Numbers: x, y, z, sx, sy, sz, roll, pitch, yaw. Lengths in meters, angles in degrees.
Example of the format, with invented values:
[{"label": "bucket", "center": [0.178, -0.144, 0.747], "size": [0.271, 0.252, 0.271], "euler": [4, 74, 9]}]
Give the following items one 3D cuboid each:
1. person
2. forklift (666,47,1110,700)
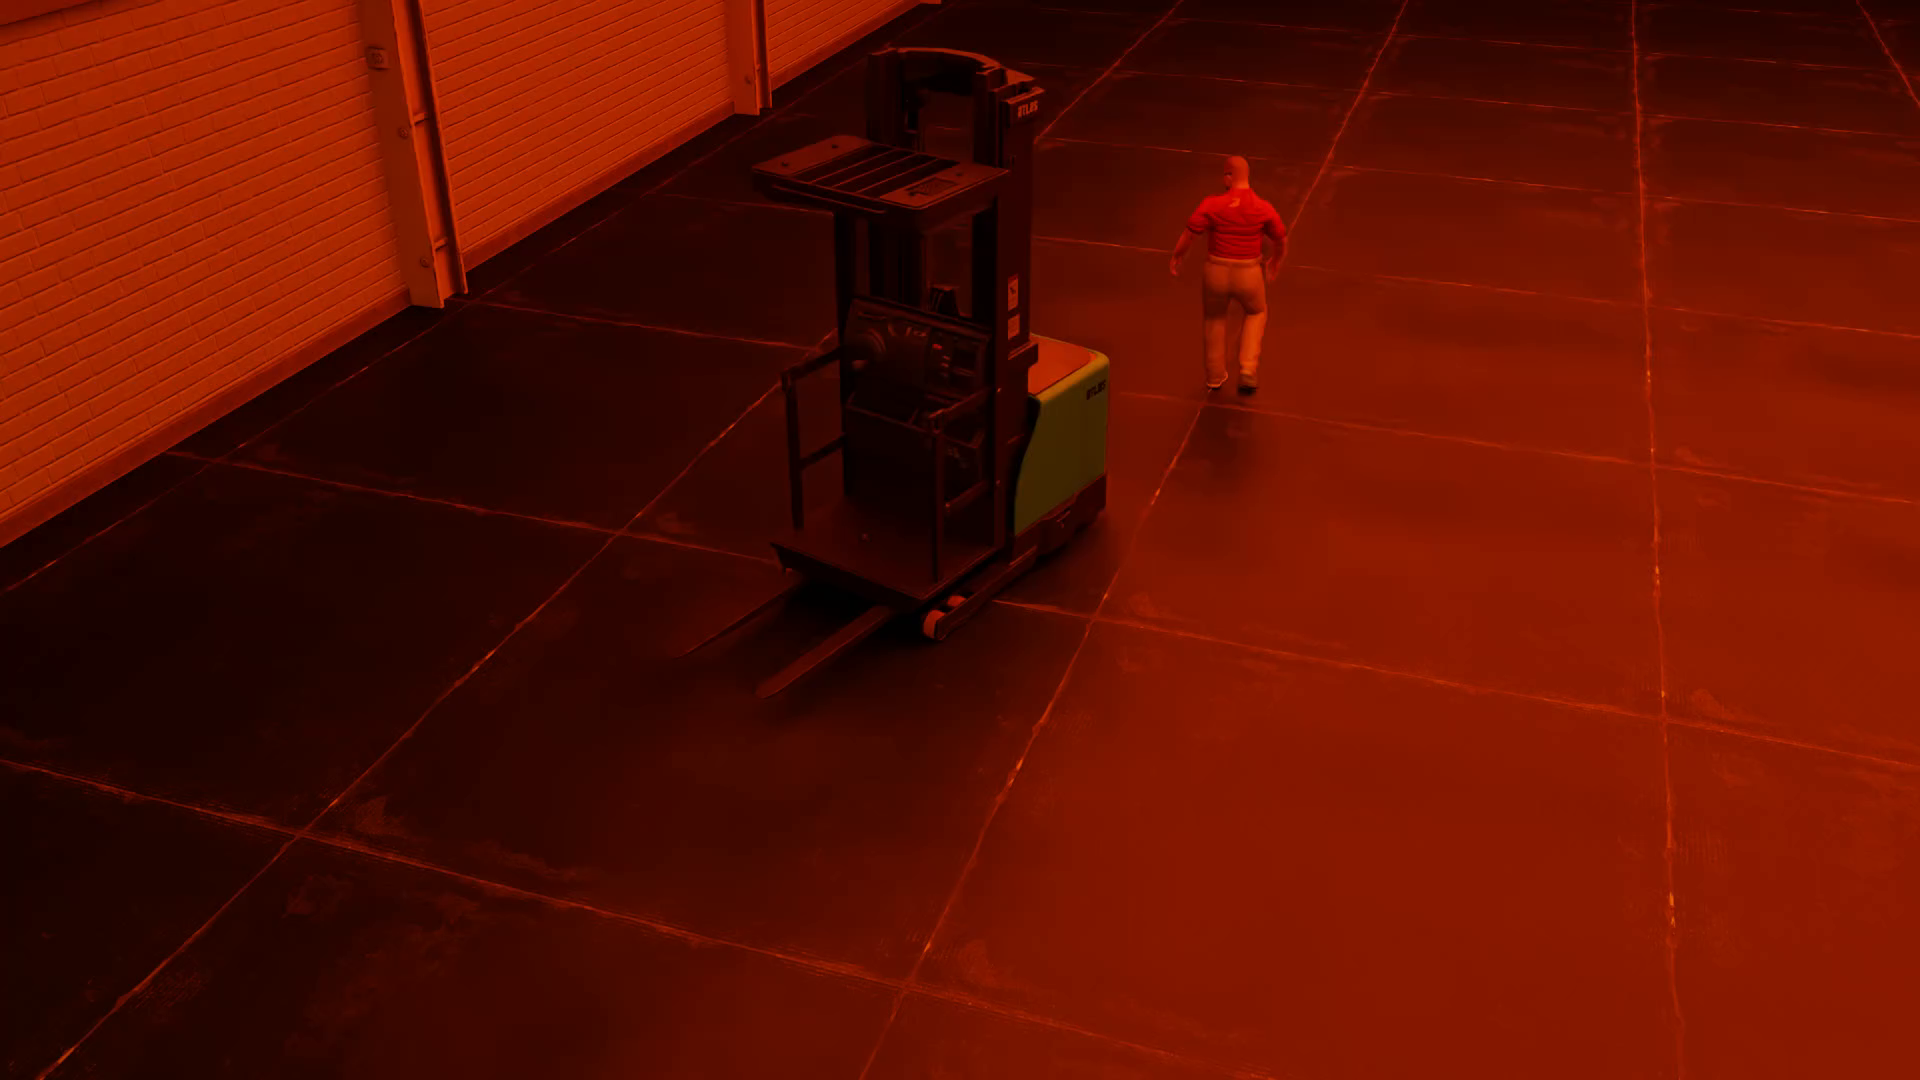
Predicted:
[{"label": "person", "center": [1.868, -1.862, 11.680], "size": [0.801, 1.724, 0.479], "euler": [8, 31, 14]}, {"label": "forklift", "center": [-0.366, -0.994, 8.880], "size": [1.130, 2.935, 3.031], "euler": [20, 35, 31]}]
